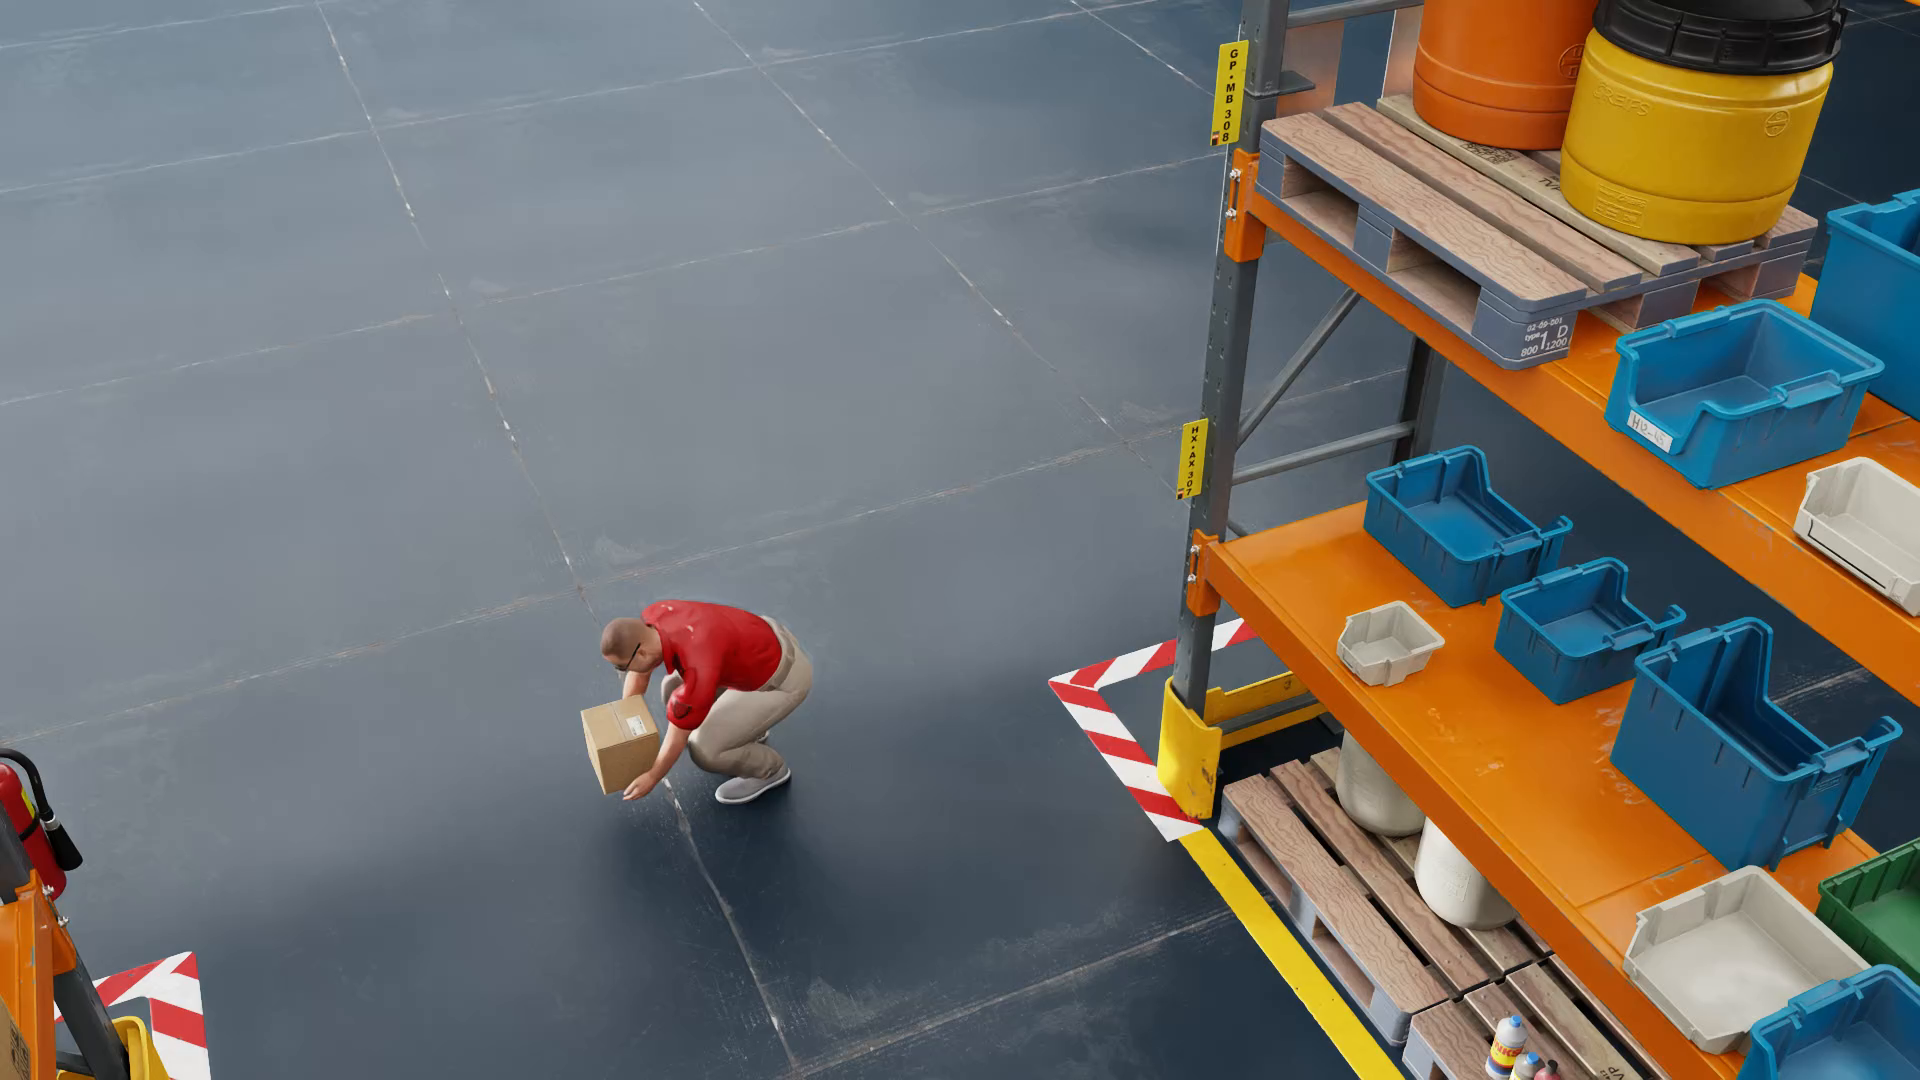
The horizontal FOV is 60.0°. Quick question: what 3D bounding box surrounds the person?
[{"bbox_3d":[-1.020,0.607,6.674,0.877,1.002,0.567,-16,40,-20],"label":"person"}]
